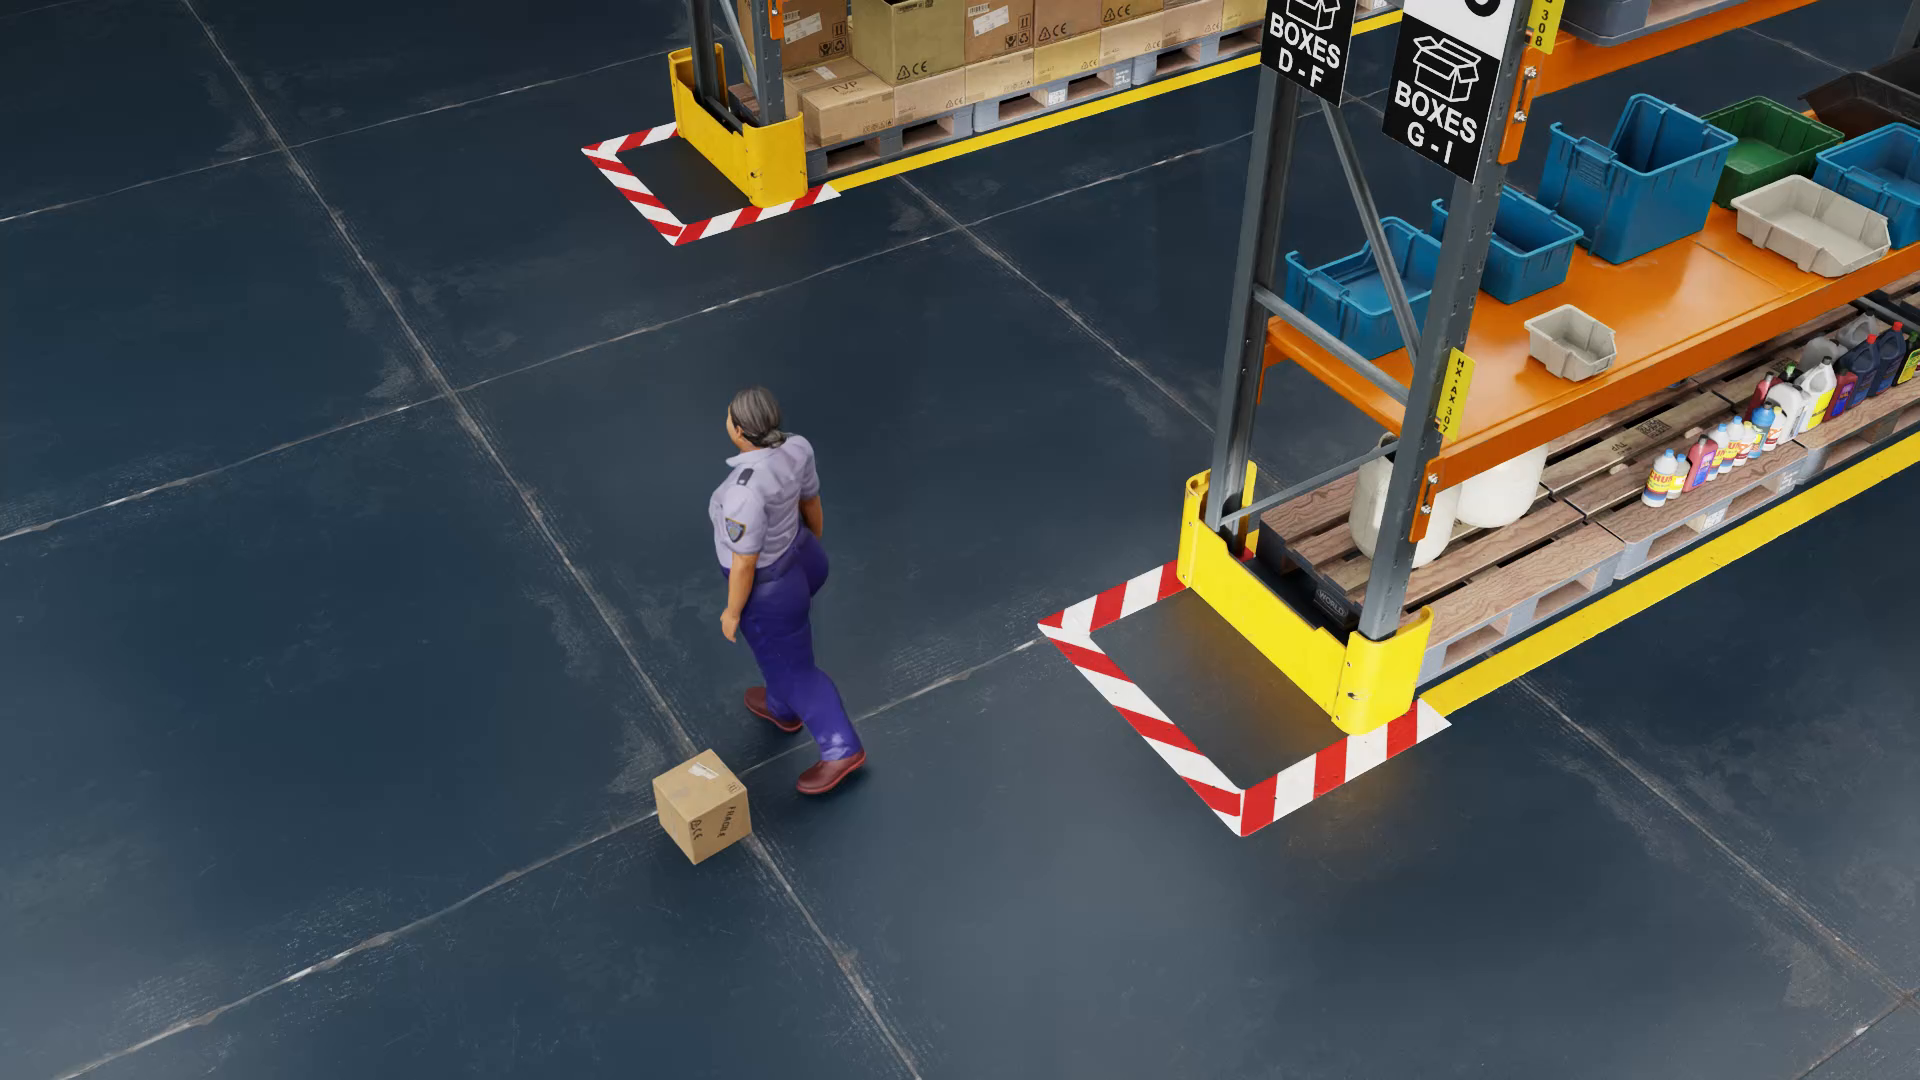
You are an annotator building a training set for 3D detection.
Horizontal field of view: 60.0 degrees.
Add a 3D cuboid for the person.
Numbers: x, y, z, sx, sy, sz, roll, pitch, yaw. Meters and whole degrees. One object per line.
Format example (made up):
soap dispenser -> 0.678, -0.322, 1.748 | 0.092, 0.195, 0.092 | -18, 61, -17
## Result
person -> -0.623, 0.164, 5.989 | 0.598, 1.636, 0.554 | 13, 43, 15
